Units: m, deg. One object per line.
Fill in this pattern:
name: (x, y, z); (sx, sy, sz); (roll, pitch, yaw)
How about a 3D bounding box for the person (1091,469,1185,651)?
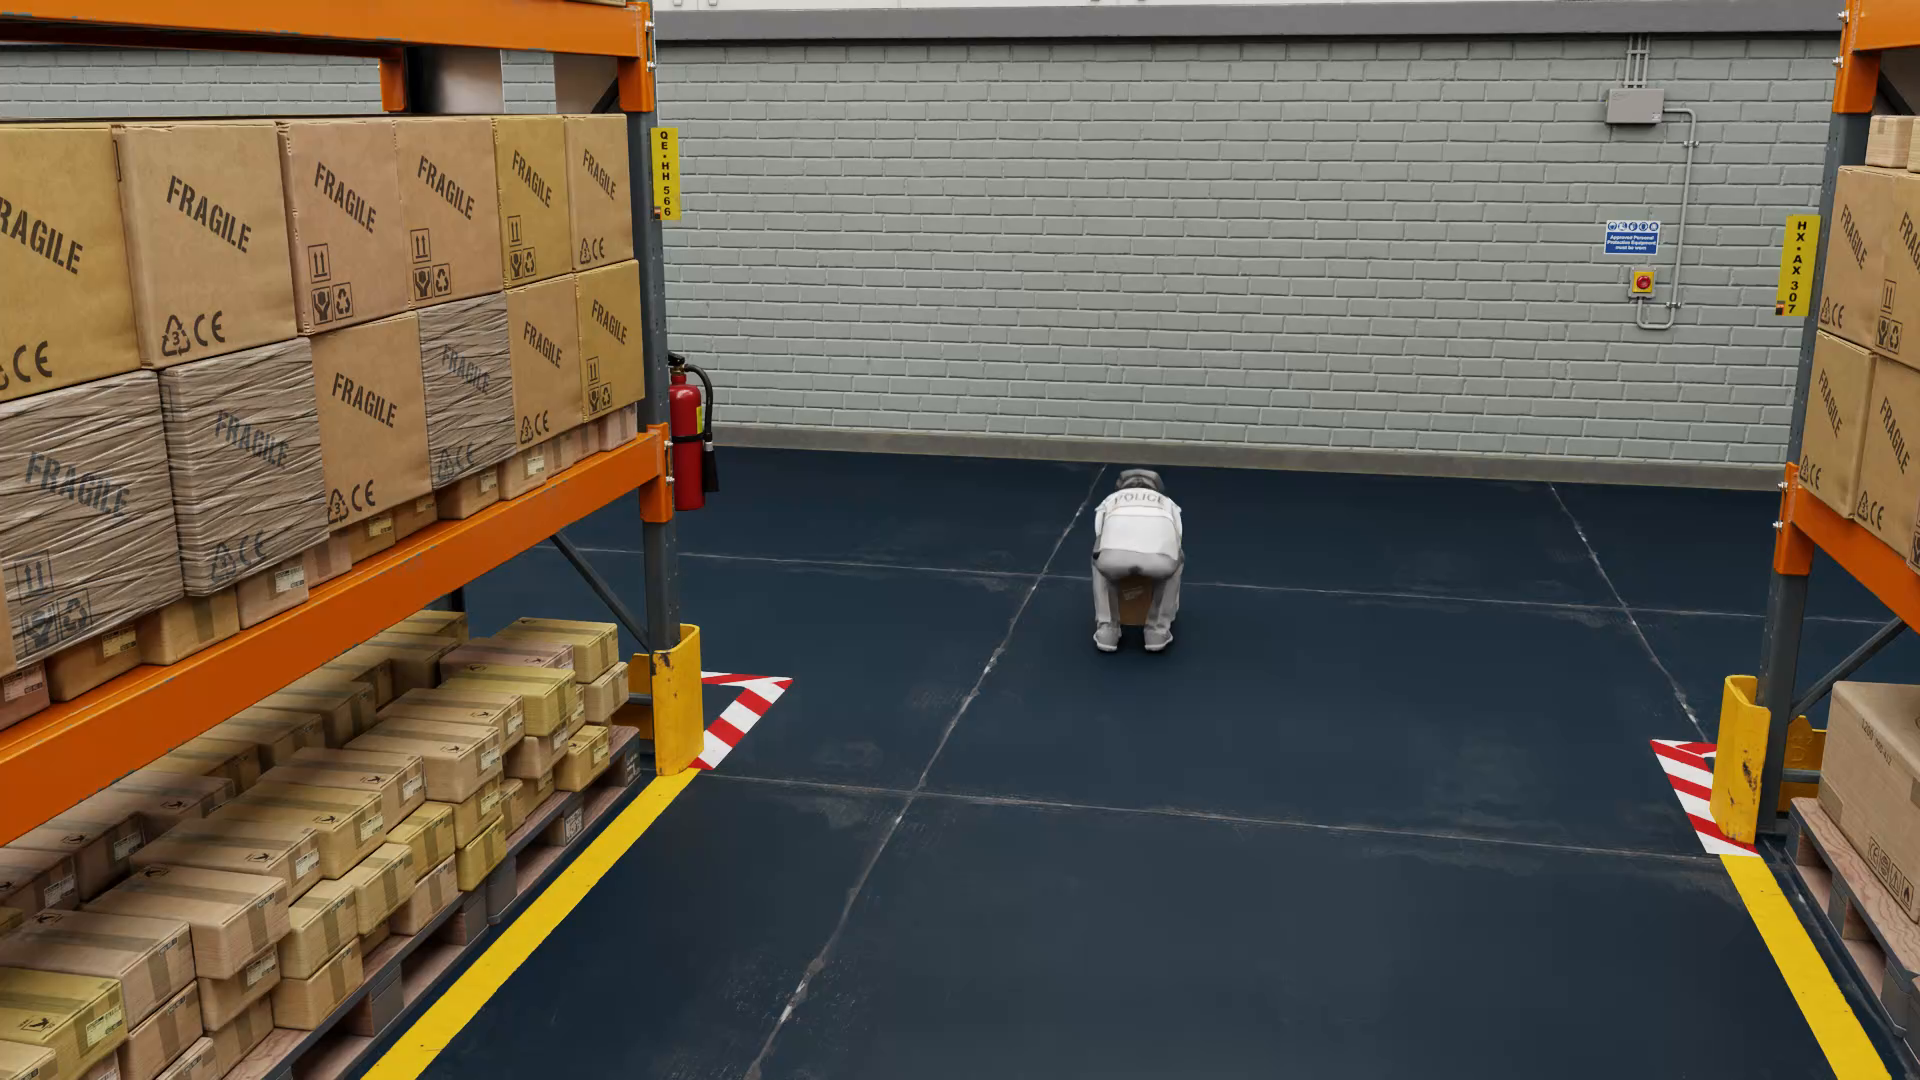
person: (0.845, 0.107, 7.919); (0.448, 0.770, 0.914); (3, 15, 10)
